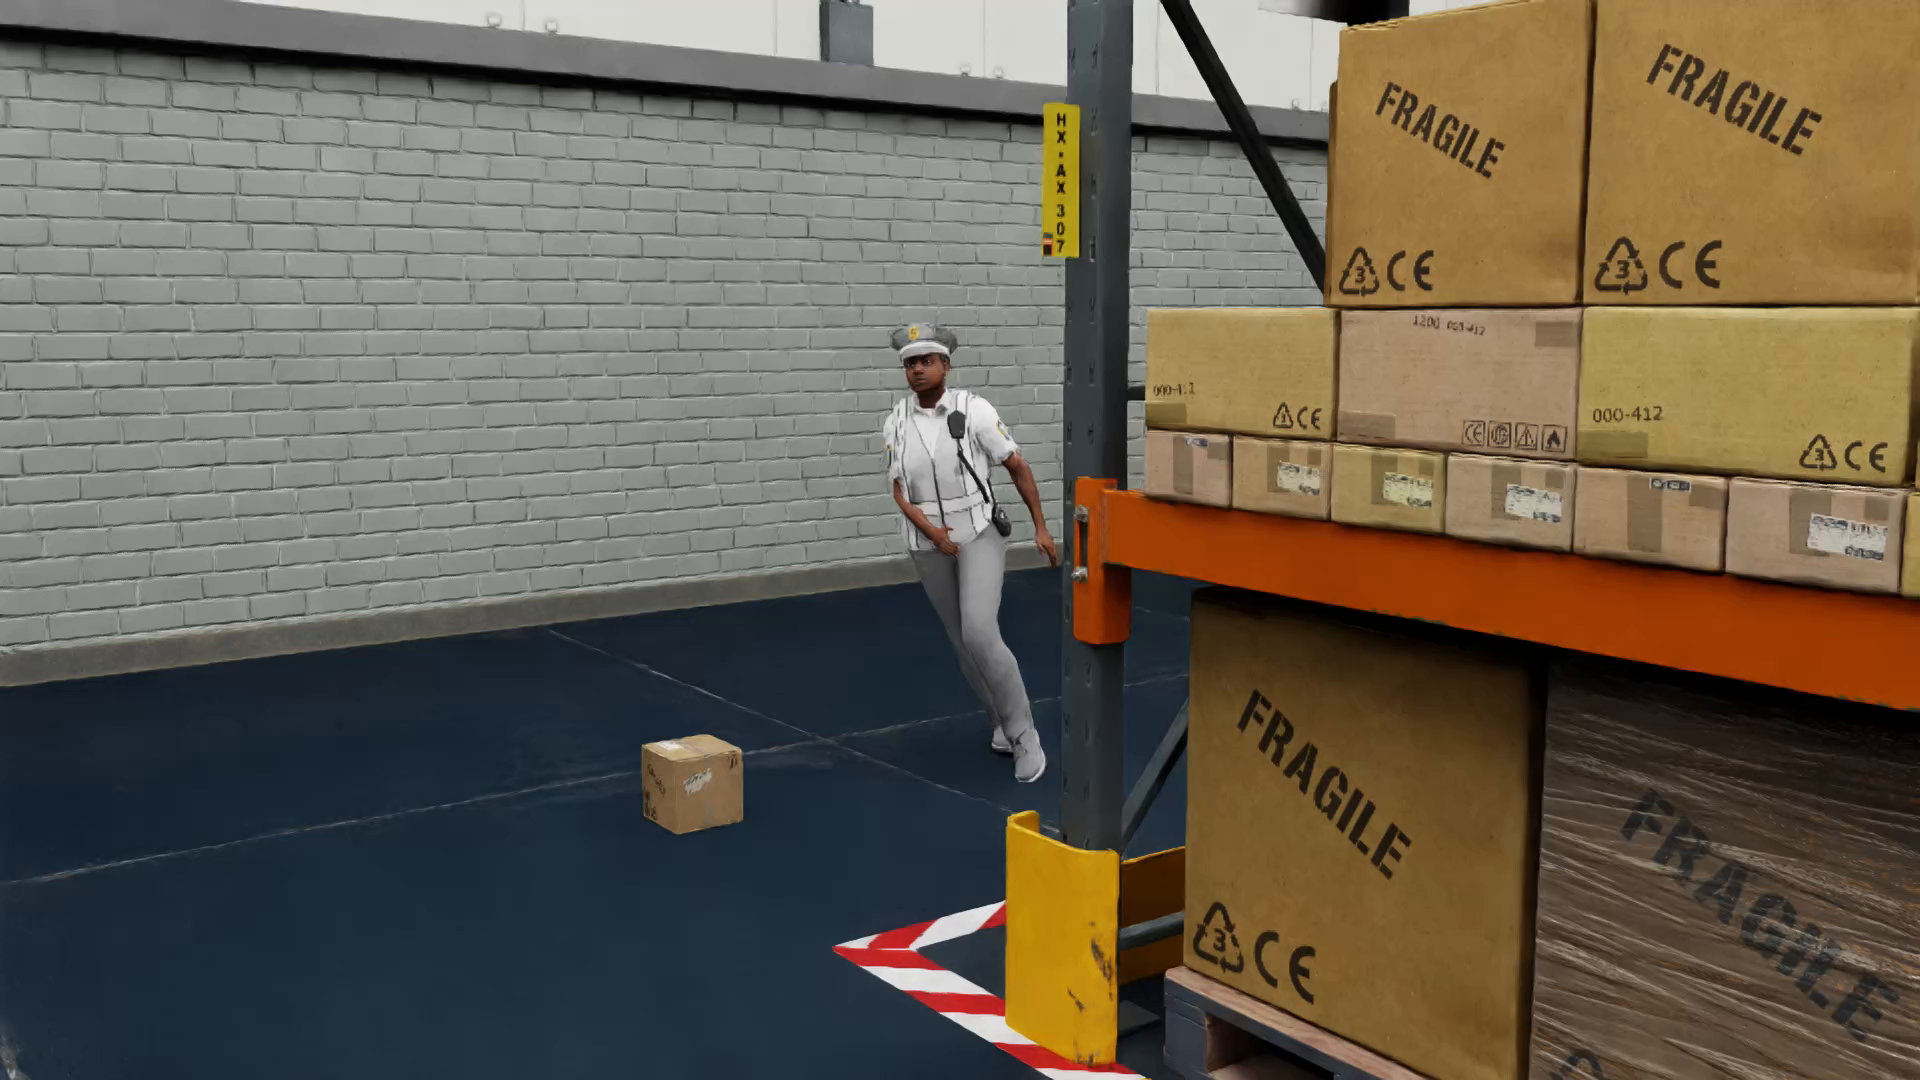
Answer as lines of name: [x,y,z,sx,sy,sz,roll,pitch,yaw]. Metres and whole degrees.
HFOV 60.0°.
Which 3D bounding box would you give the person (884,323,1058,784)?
person: [0.043,0.021,6.238,0.665,1.659,0.608,2,8,13]
